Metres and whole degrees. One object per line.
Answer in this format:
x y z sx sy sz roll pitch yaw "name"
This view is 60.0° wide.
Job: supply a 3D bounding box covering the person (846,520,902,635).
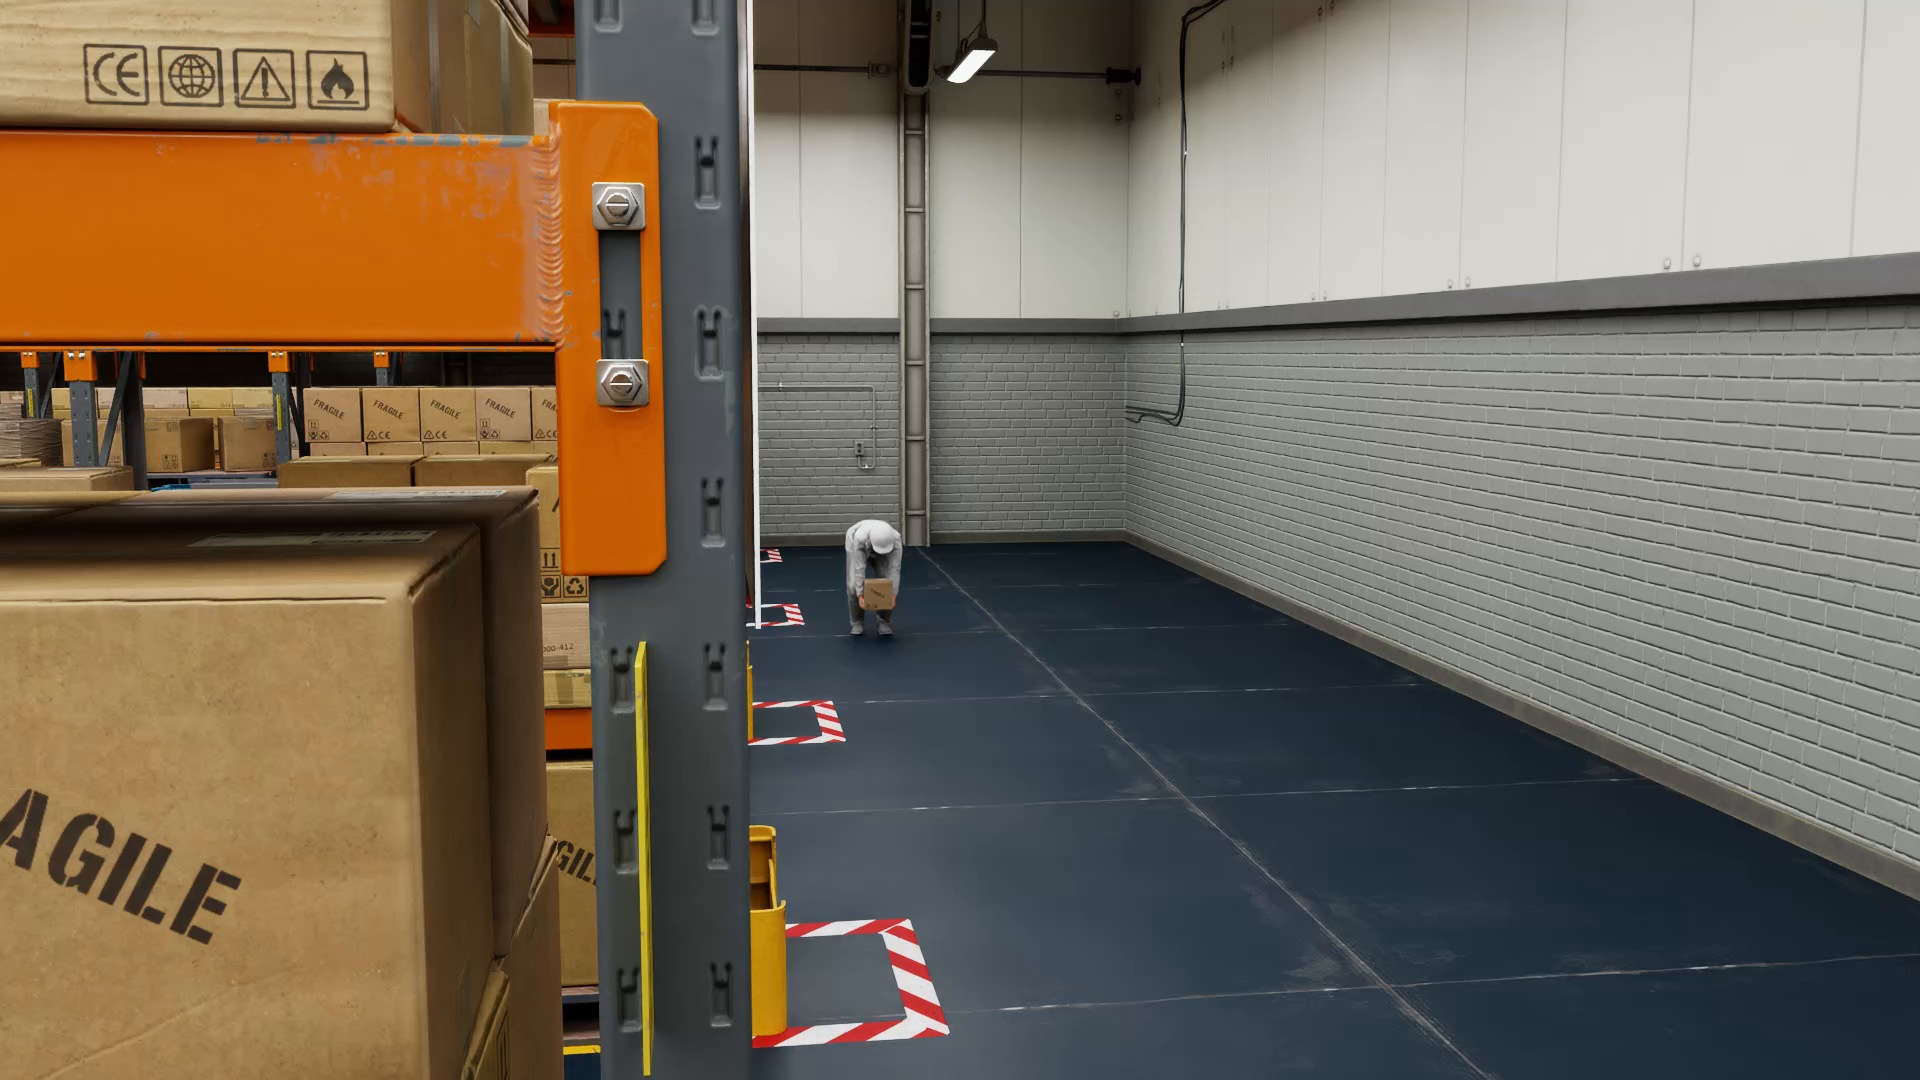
-0.799 0.350 15.448 0.485 1.112 0.994 -1 7 -11 "person"
